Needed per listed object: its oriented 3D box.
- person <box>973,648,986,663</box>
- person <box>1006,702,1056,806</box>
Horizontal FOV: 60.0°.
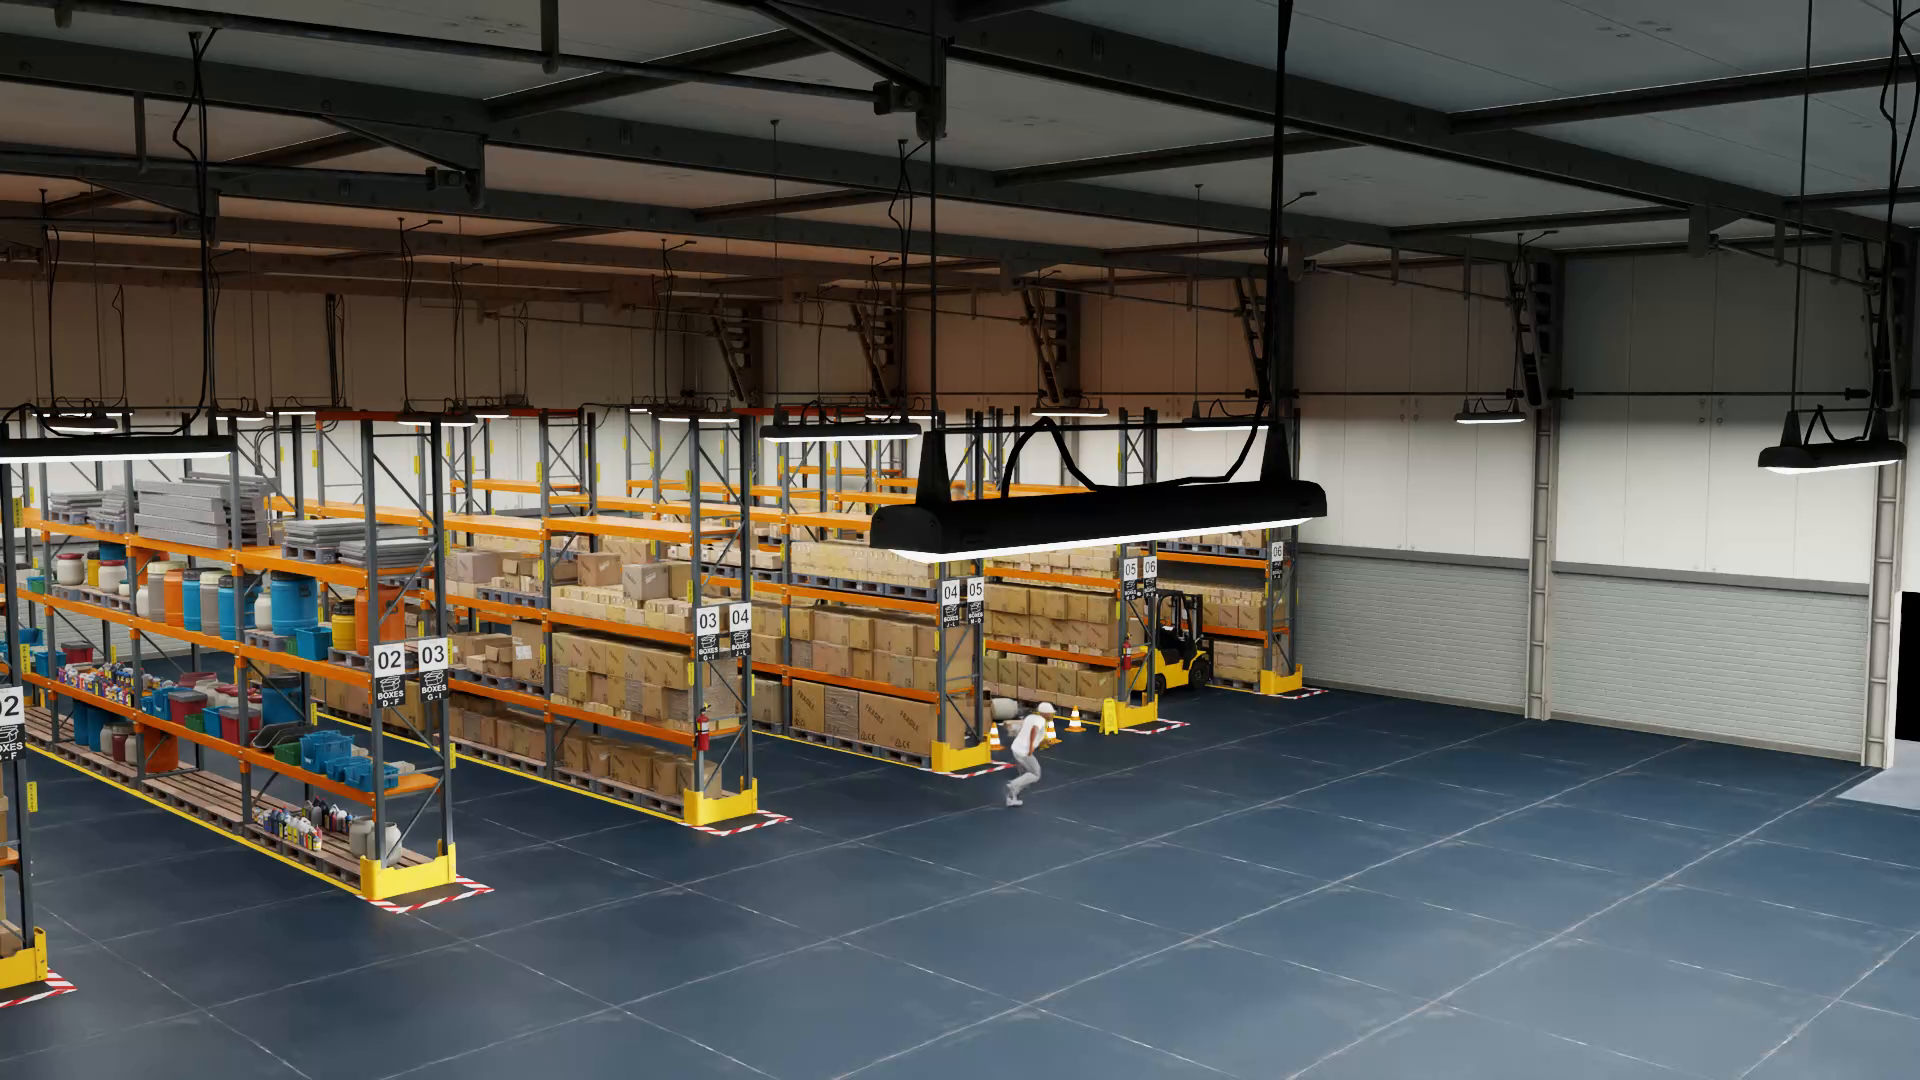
[{"bbox_3d":[0.708,2.044,38.411,0.926,1.750,0.670,4,6,35],"label":"person"},{"bbox_3d":[1.104,3.290,25.480,0.810,1.577,0.741,-2,5,-17],"label":"person"}]
